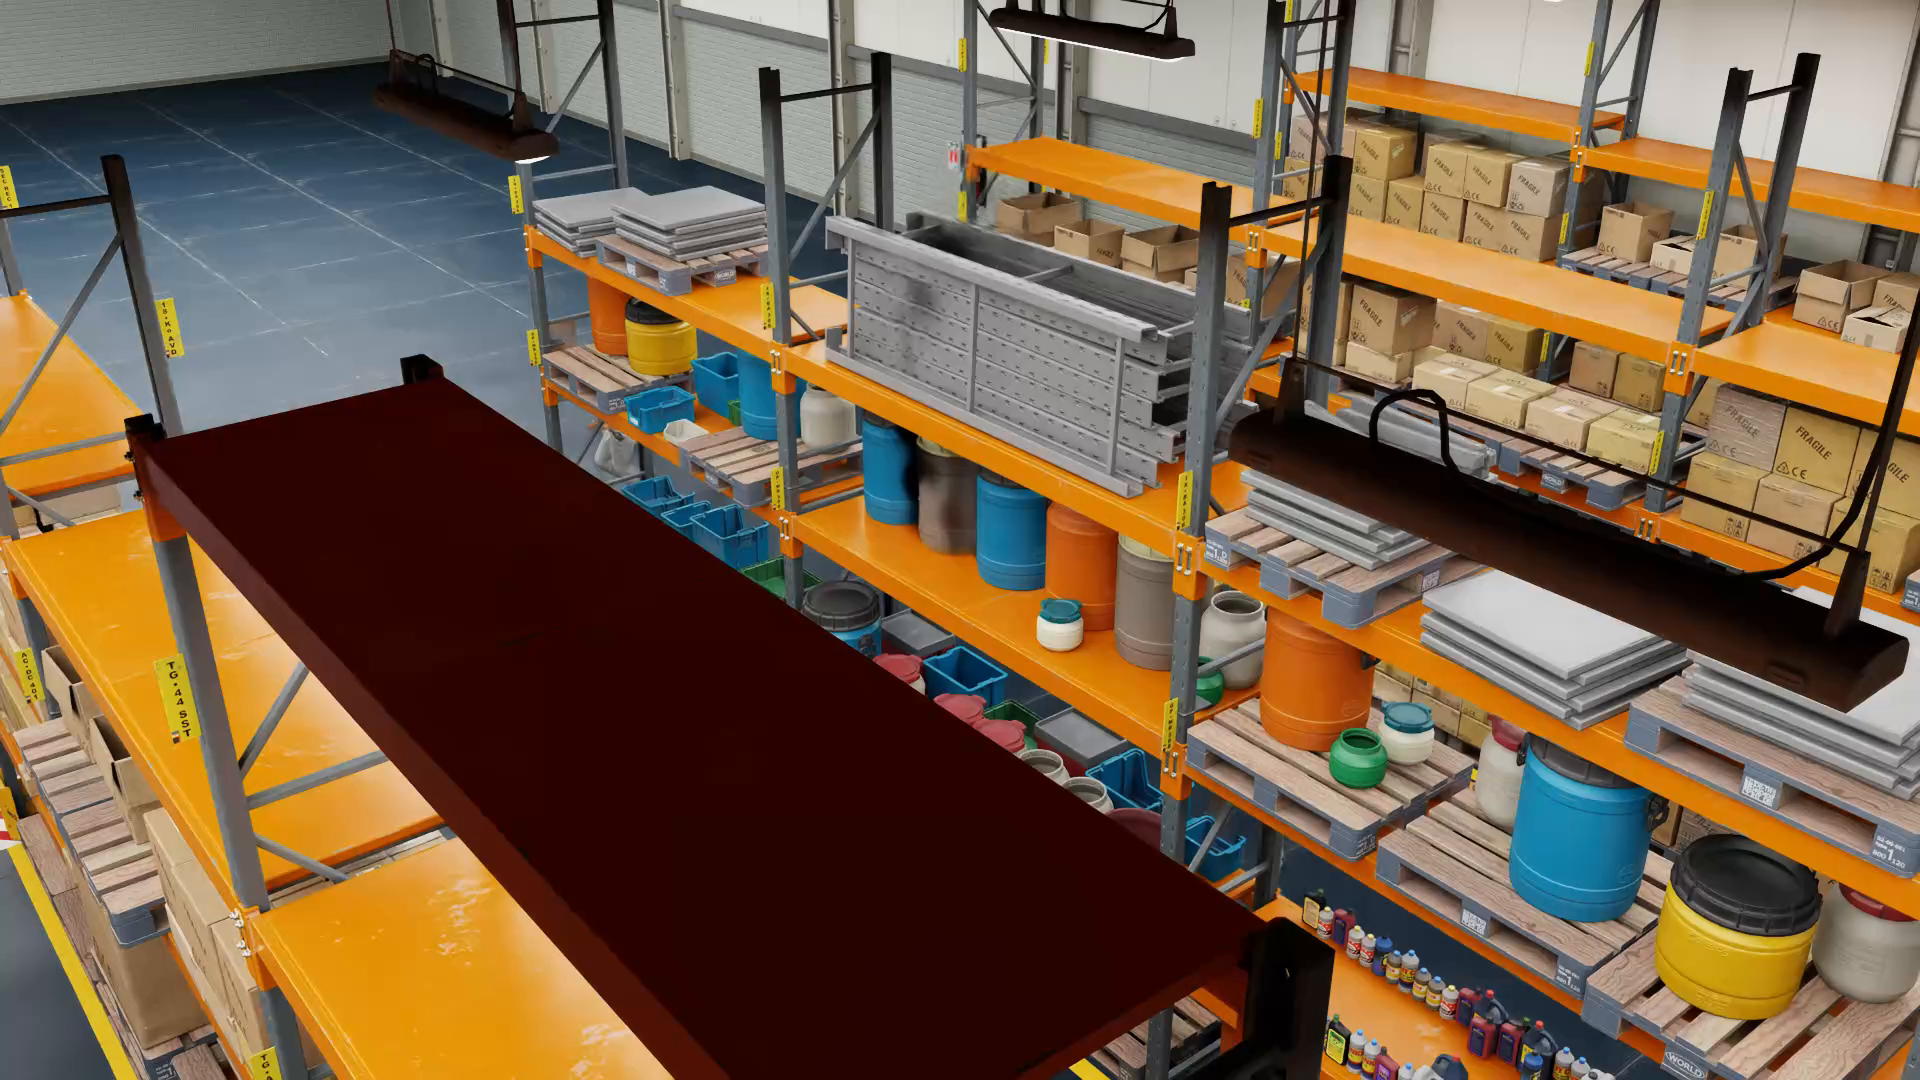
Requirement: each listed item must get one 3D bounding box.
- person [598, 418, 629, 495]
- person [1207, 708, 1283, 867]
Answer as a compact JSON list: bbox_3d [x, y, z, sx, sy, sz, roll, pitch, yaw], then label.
[{"bbox_3d":[-3.842,-1.174,18.806,0.473,1.636,0.560,-8,27,-15],"label":"person"},{"bbox_3d":[2.074,1.764,12.258,0.565,1.498,0.808,-23,34,-39],"label":"person"}]
